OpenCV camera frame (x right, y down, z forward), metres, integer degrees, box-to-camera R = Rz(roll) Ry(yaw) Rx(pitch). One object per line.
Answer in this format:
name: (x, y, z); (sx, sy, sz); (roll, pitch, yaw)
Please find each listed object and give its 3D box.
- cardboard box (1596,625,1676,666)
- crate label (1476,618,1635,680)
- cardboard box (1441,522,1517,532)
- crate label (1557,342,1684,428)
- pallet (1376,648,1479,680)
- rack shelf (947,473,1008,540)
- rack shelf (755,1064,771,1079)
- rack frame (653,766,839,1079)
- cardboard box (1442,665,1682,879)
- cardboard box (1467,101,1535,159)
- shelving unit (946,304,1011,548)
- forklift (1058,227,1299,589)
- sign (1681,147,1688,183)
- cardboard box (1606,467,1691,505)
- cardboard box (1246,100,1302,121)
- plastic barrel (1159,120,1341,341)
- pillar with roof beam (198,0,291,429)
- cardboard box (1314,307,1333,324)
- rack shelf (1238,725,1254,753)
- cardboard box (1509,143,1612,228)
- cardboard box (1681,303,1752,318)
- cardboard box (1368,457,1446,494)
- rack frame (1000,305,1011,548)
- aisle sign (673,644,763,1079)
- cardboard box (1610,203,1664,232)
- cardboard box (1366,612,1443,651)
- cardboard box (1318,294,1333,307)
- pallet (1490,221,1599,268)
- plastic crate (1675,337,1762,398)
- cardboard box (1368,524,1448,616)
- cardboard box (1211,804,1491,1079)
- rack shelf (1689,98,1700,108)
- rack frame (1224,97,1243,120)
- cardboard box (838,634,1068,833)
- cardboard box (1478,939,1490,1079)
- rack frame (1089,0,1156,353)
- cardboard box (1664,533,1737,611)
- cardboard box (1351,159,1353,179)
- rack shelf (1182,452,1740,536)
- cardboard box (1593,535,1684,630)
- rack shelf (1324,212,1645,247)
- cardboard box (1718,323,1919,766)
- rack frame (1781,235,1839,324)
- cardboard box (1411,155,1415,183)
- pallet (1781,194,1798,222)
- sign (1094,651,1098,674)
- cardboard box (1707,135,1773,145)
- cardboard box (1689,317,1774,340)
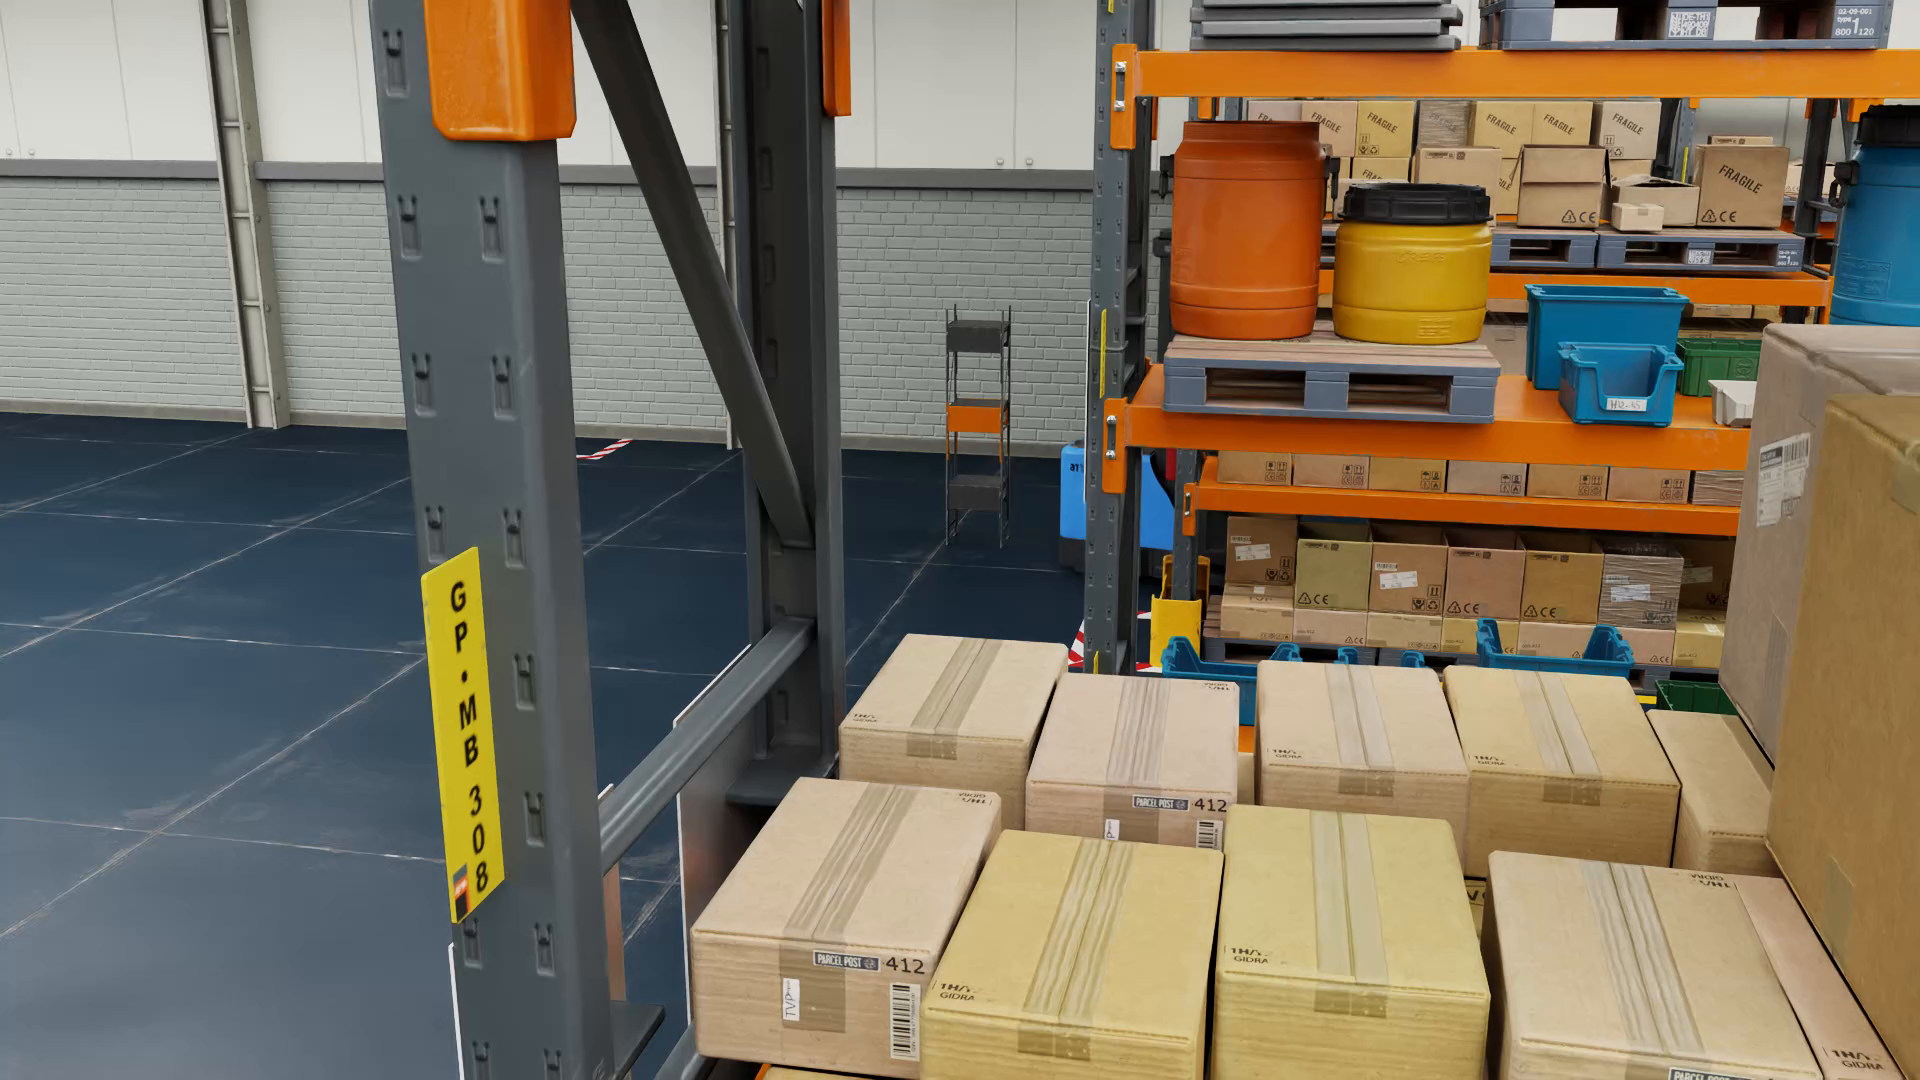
cardboard box: (4.578, 0.647, 11.403); (0.500, 0.250, 0.500); (3, 16, 11)
crate label: (2.511, 0.613, 7.092); (0.616, 0.435, 0.502); (3, 16, 11)
cardboard box: (3.702, 0.096, 11.985); (0.500, 0.500, 0.500); (3, 16, 11)
crate label: (2.422, -0.585, 6.143); (0.408, 0.251, 0.502); (3, 16, 11)
pallet: (3.594, 0.747, 11.900); (1.213, 0.211, 1.003); (3, 16, 11)
rack shelf: (0.162, -0.315, 14.870); (0.480, 0.518, 0.431); (3, 16, 11)
rack shelf: (1.627, 0.907, 1.829); (4.000, 0.370, 1.077); (3, 16, 11)
rack frame: (-0.333, 1.899, 2.517); (0.127, 3.000, 1.000); (3, 16, 11)
cardboard box: (0.773, 0.304, 2.190); (0.250, 0.149, 0.380); (3, 16, 11)
cardboard box: (4.950, -3.768, 15.259); (0.500, 0.500, 0.500); (3, 16, 9)
shelving unit: (0.162, -1.003, 14.680); (0.503, 2.100, 0.431); (3, 16, 11)
forklift: (2.386, -1.096, 13.459); (3.031, 2.935, 1.130); (7, 17, 24)
sign: (6.447, -3.328, 14.799); (0.005, 0.325, 0.100); (3, 16, 11)
cardboard box: (4.610, -0.576, 11.265); (0.500, 0.500, 0.700); (3, 16, 11)
cardboard box: (2.957, -3.890, 15.698); (0.500, 0.500, 0.500); (2, 16, 7)
plastic barrel: (1.155, -1.259, 6.708); (0.708, 0.830, 0.600); (3, 16, 11)
pillar with roof beam: (-9.131, -4.581, 14.671); (0.400, 9.000, 9.100); (3, 16, 11)
cardboard box: (2.668, -1.308, 11.478); (0.500, 0.500, 0.700); (3, 16, 10)
rack shelf: (2.614, 1.056, 6.907); (4.000, 0.370, 1.077); (3, 16, 11)
cardboard box: (3.976, -2.365, 11.050); (0.637, 0.503, 0.797); (5, 16, 17)
cardboard box: (7.040, -2.000, 15.581); (0.500, 0.500, 0.700); (3, 16, 11)
cardboard box: (3.100, -0.658, 11.560); (0.500, 0.500, 0.700); (3, 16, 11)
rack frame: (0.401, -0.990, 14.633); (0.015, 2.100, 0.400); (3, 16, 11)
aisle sign: (-0.334, 0.564, 2.466); (0.004, 0.787, 0.394); (3, 16, 11)
cardboard box: (4.328, -2.066, 10.636); (0.250, 0.149, 0.380); (3, 16, 11)
cardboard box: (3.106, 0.570, 11.681); (0.500, 0.250, 0.500); (3, 16, 11)
cardboard box: (3.518, -2.154, 15.988); (0.500, 0.500, 0.500); (3, 16, 11)
pallet: (3.531, -1.986, 11.091); (1.213, 0.211, 1.003); (3, 16, 11)
plastic crate: (3.082, -0.682, 6.615); (0.450, 0.188, 0.336); (3, 16, 11)
cardboard box: (3.109, 0.205, 11.592); (0.500, 0.500, 0.500); (3, 16, 11)
cardboard box: (0.397, 0.429, 1.739); (0.250, 0.149, 0.380); (3, 16, 10)
rack shelf: (8.508, -4.021, 14.747); (4.000, 0.370, 1.077); (3, 16, 11)
rack frame: (2.628, -4.879, 15.750); (0.127, 3.000, 1.000); (3, 16, 11)
cardboard box: (0.001, 0.267, 2.325); (0.250, 0.149, 0.380); (3, 16, 11)
cardboard box: (0.594, 0.645, 1.707); (0.500, 0.250, 0.500); (3, 16, 10)
rack frame: (0.654, -2.288, 6.394); (0.127, 3.000, 1.000); (3, 16, 11)
cardboard box: (5.172, 0.175, 11.699); (0.500, 0.500, 0.500); (3, 16, 11)
cardboard box: (3.573, -3.515, 16.220); (0.500, 0.500, 0.500); (3, 16, 11)
rack shelf: (3.604, -0.239, 11.584); (4.000, 0.370, 1.077); (3, 16, 11)
cardboard box: (4.579, 0.285, 11.304); (0.500, 0.500, 0.500); (3, 16, 11)
rack shelf: (4.588, -2.981, 15.862); (4.000, 0.370, 1.077); (3, 16, 11)
cardboard box: (1.236, 0.037, 1.938); (0.500, 0.500, 0.500); (3, 16, 11)
rack frame: (5.564, -0.479, 11.104); (0.127, 3.000, 1.000); (3, 16, 11)
cardboard box: (4.464, -3.321, 15.518); (0.500, 0.500, 0.500); (4, 16, 15)
pallet: (7.132, -3.070, 15.188); (1.003, 0.211, 1.213); (3, 16, 11)
sign: (0.540, 0.614, 6.639); (0.005, 0.325, 0.100); (3, 16, 11)
cardboard box: (7.068, -3.422, 15.132); (0.500, 0.500, 0.500); (5, 16, 19)
cardboard box: (5.128, -1.175, 10.997); (0.500, 0.500, 0.700); (3, 16, 11)
